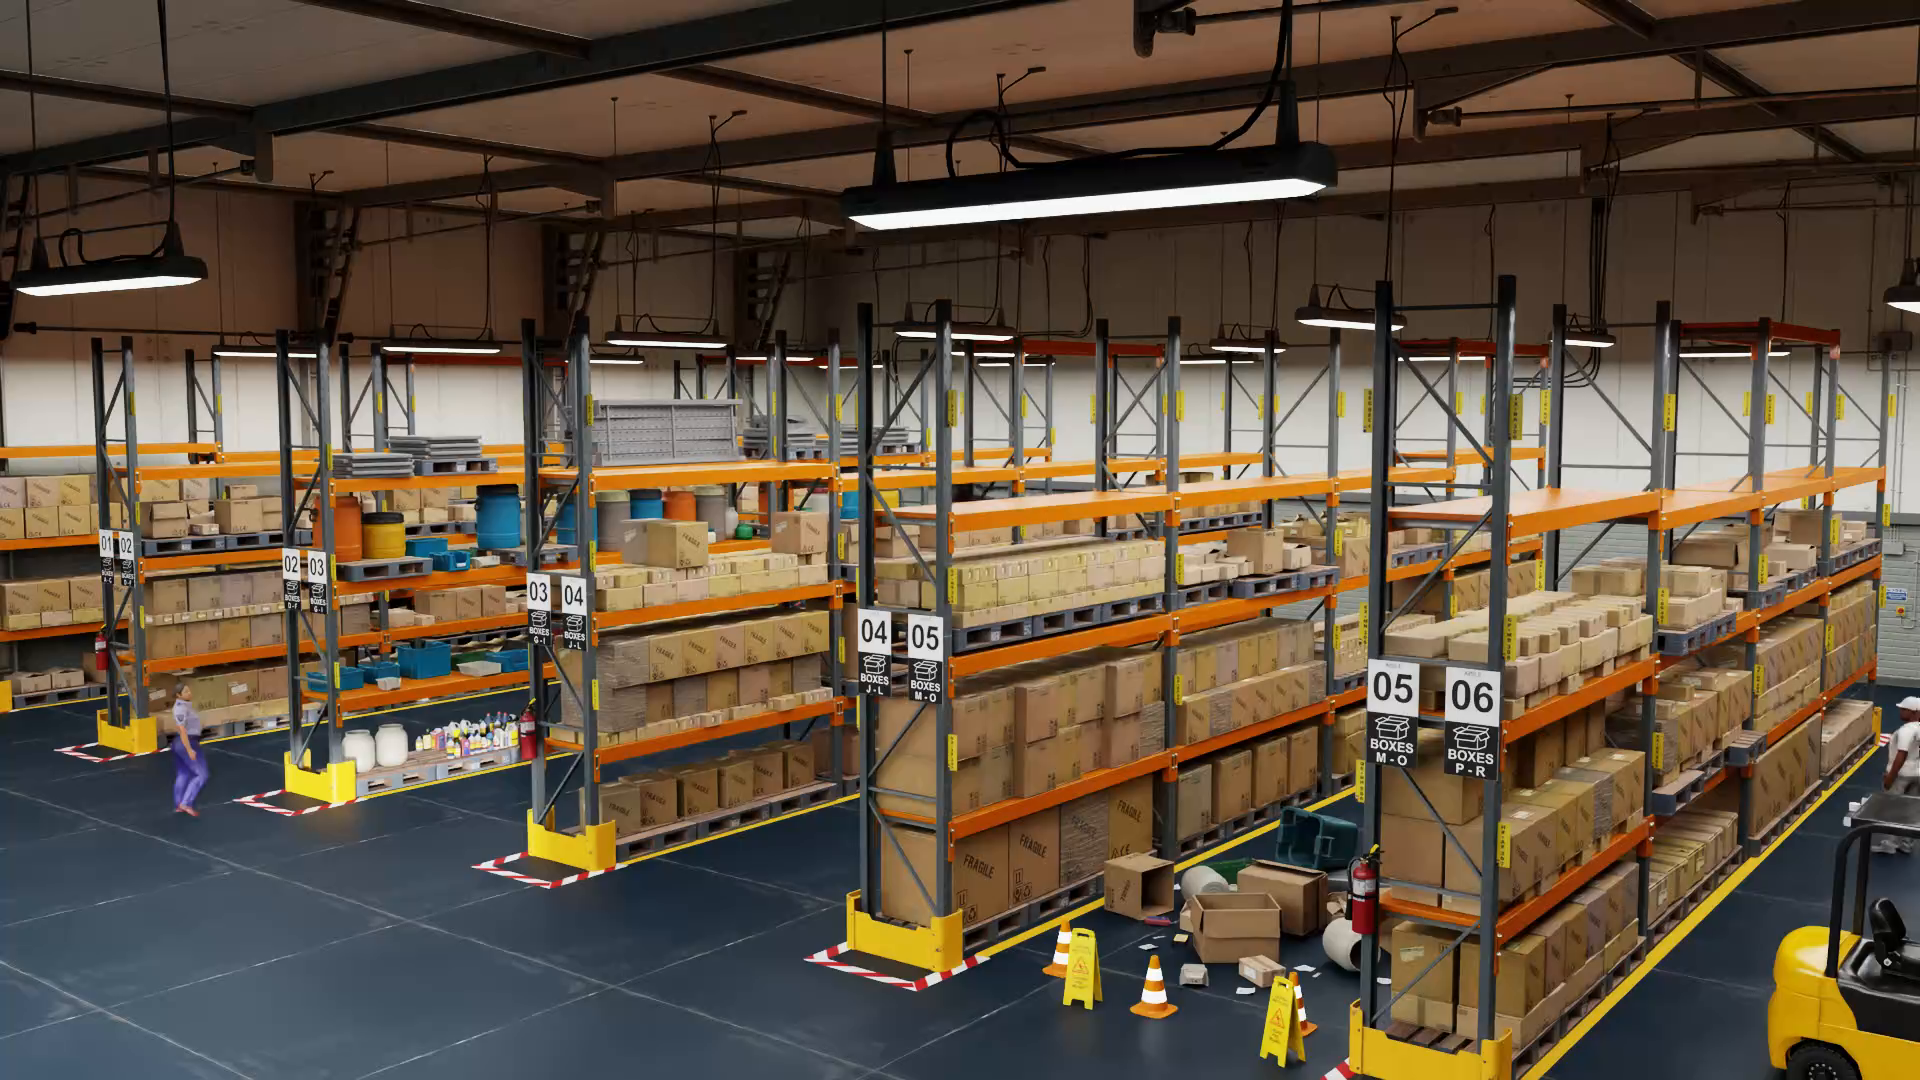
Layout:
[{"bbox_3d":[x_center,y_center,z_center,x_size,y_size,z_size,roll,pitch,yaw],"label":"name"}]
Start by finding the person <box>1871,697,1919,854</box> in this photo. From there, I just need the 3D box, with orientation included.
[{"bbox_3d":[10.694,2.655,18.815,0.630,1.775,0.437,-2,5,-18],"label":"person"}]

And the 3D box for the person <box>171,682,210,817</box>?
[{"bbox_3d":[-9.474,2.560,20.424,0.379,1.644,0.701,-3,6,-33],"label":"person"}]
